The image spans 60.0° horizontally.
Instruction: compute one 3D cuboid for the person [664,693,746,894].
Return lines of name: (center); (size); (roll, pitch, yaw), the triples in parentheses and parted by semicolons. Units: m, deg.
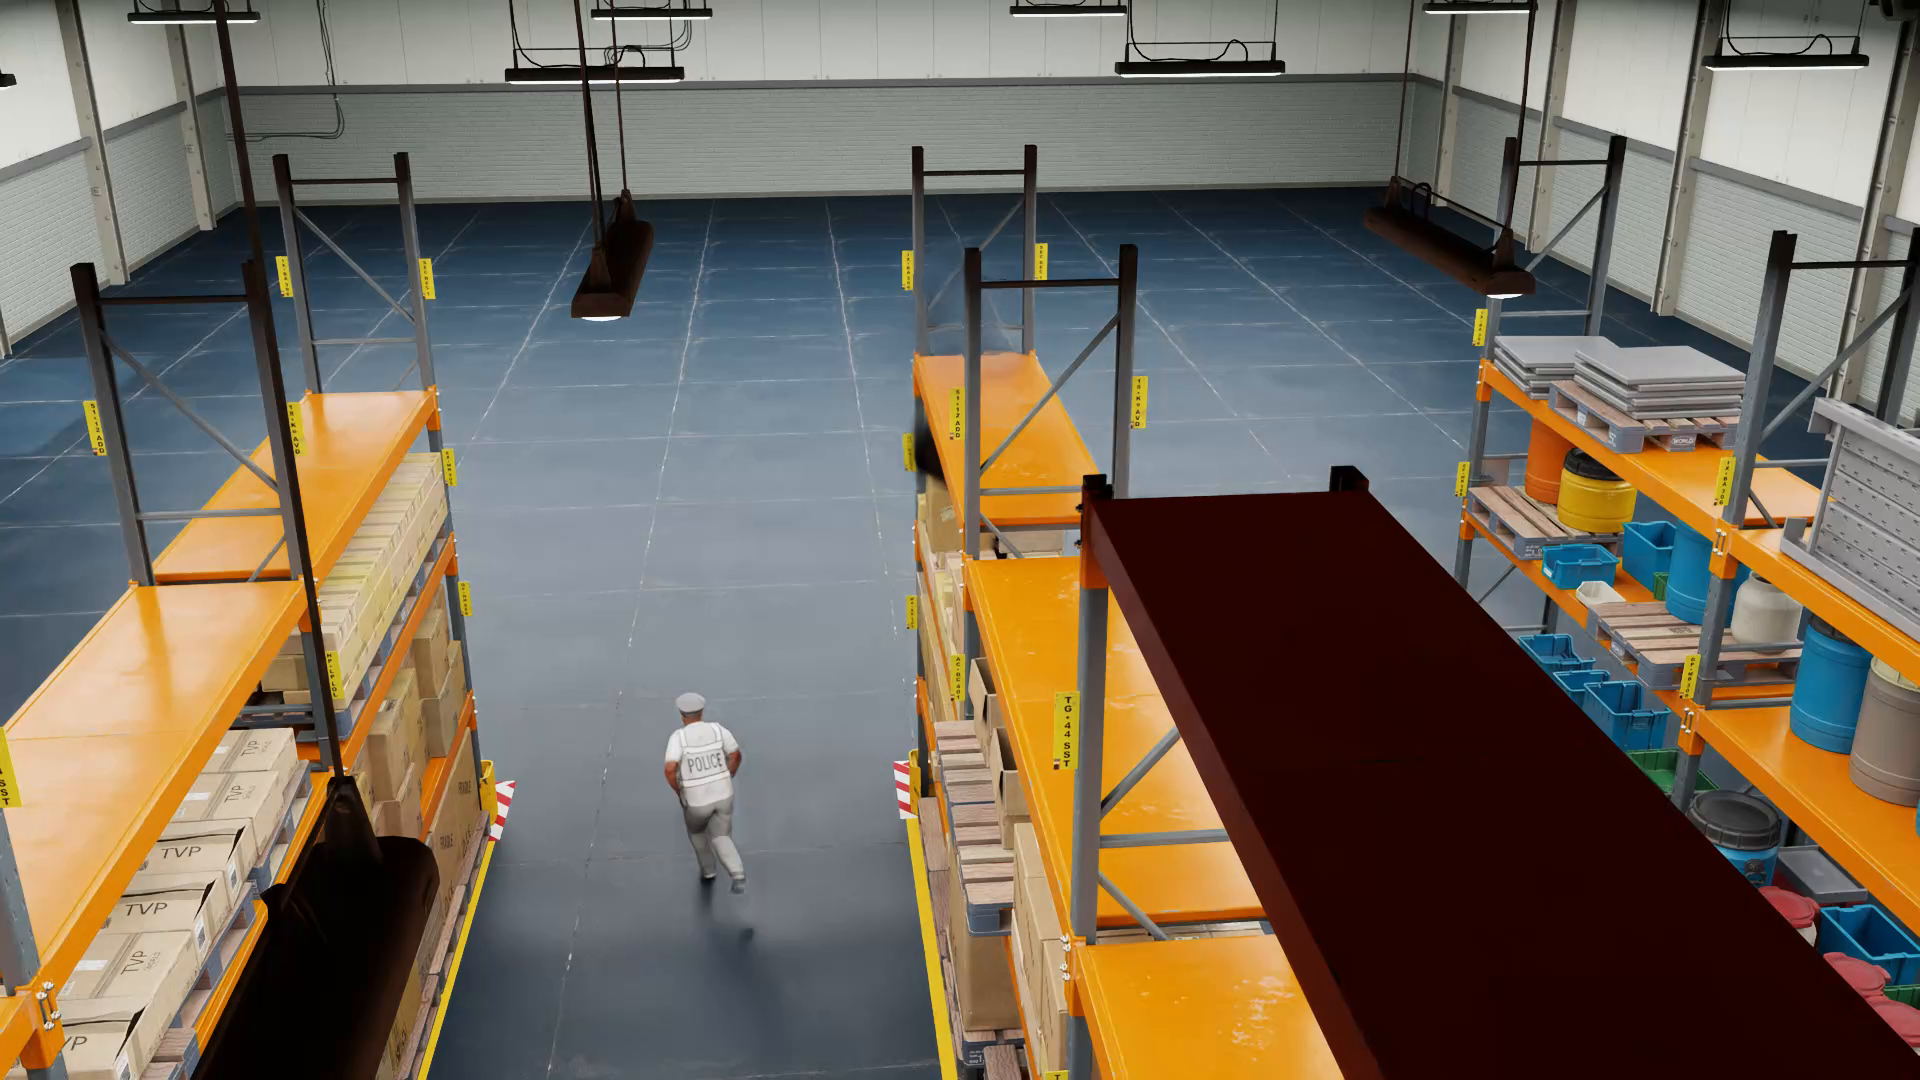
person: (-2.071, 2.223, 13.821); (0.676, 1.719, 0.968); (-13, 25, -30)
